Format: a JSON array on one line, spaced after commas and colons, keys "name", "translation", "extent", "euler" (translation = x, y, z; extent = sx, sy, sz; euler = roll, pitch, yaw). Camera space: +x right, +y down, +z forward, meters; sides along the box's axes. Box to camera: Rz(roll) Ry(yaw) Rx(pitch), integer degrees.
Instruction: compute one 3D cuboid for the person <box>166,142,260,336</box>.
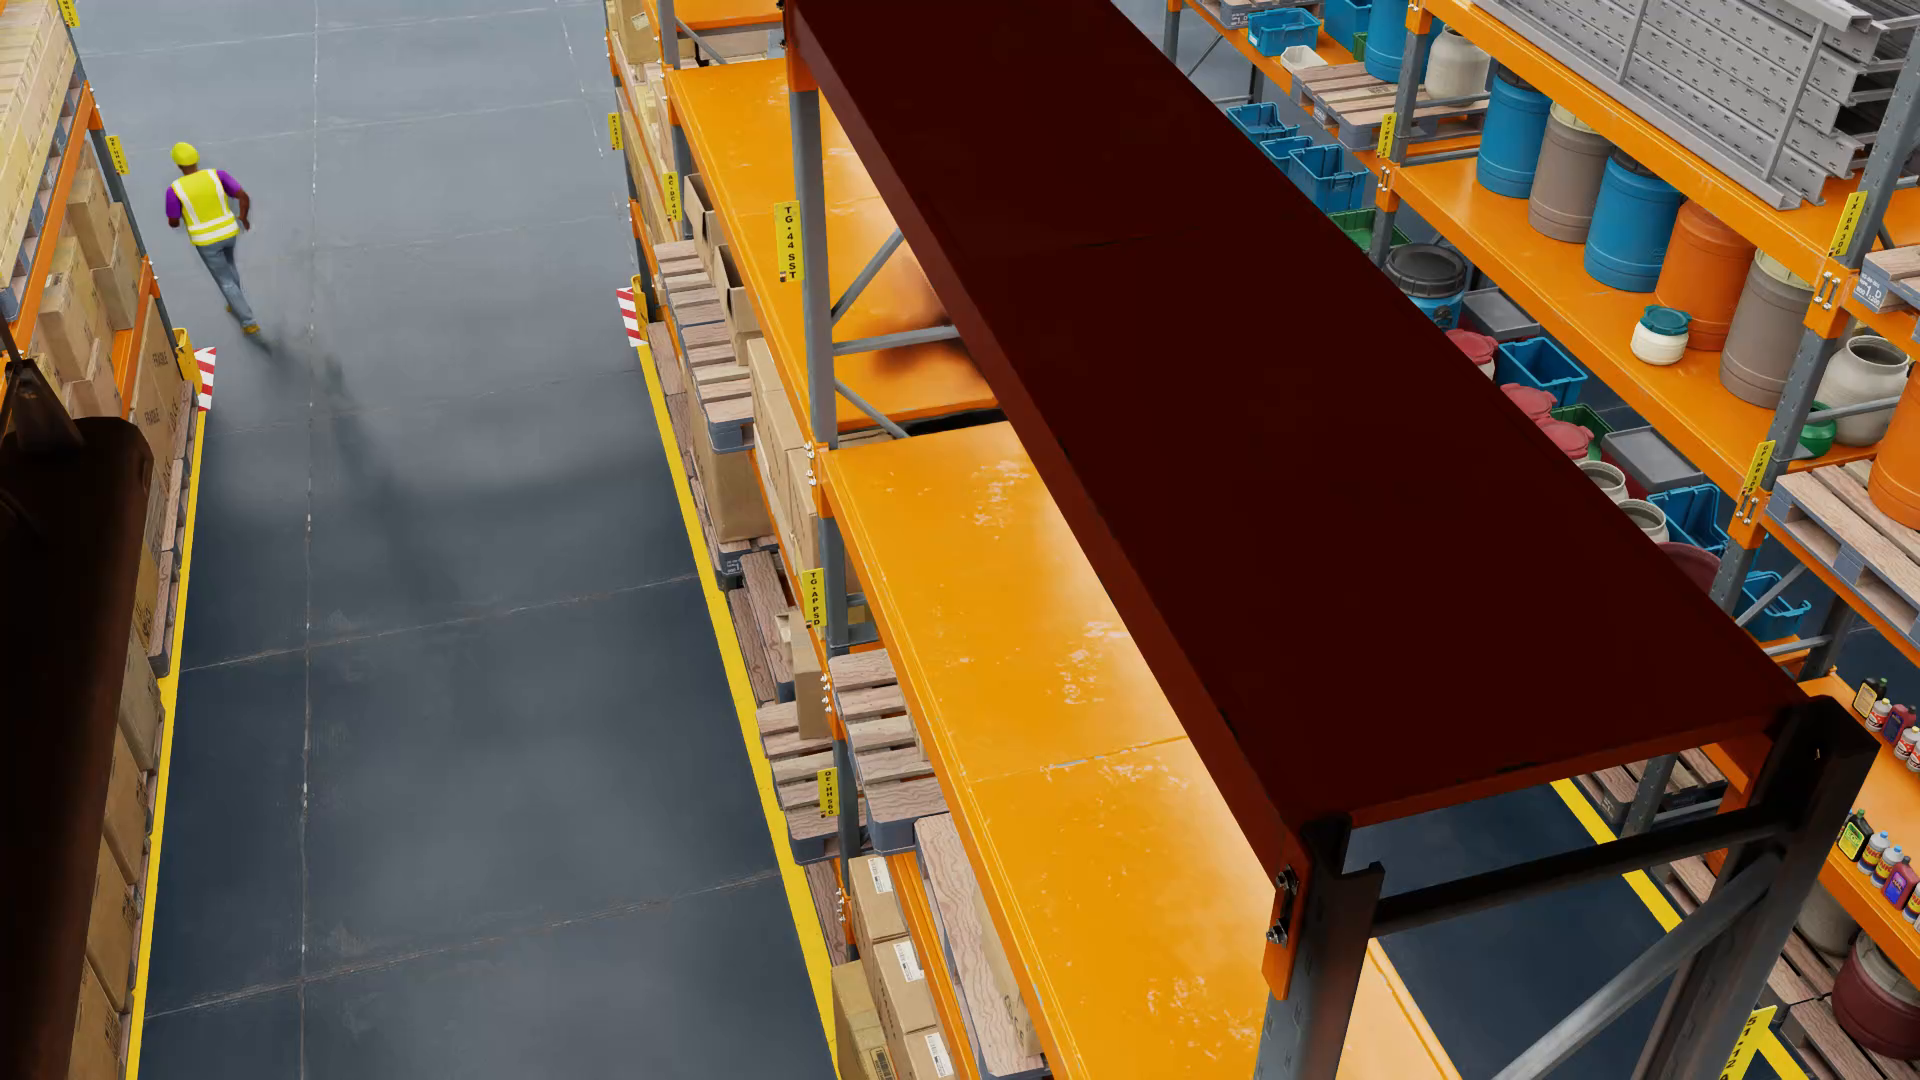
[{"name": "person", "translation": [-6.599, -2.647, 14.748], "extent": [0.892, 1.789, 0.636], "euler": [29, 47, 32]}]
